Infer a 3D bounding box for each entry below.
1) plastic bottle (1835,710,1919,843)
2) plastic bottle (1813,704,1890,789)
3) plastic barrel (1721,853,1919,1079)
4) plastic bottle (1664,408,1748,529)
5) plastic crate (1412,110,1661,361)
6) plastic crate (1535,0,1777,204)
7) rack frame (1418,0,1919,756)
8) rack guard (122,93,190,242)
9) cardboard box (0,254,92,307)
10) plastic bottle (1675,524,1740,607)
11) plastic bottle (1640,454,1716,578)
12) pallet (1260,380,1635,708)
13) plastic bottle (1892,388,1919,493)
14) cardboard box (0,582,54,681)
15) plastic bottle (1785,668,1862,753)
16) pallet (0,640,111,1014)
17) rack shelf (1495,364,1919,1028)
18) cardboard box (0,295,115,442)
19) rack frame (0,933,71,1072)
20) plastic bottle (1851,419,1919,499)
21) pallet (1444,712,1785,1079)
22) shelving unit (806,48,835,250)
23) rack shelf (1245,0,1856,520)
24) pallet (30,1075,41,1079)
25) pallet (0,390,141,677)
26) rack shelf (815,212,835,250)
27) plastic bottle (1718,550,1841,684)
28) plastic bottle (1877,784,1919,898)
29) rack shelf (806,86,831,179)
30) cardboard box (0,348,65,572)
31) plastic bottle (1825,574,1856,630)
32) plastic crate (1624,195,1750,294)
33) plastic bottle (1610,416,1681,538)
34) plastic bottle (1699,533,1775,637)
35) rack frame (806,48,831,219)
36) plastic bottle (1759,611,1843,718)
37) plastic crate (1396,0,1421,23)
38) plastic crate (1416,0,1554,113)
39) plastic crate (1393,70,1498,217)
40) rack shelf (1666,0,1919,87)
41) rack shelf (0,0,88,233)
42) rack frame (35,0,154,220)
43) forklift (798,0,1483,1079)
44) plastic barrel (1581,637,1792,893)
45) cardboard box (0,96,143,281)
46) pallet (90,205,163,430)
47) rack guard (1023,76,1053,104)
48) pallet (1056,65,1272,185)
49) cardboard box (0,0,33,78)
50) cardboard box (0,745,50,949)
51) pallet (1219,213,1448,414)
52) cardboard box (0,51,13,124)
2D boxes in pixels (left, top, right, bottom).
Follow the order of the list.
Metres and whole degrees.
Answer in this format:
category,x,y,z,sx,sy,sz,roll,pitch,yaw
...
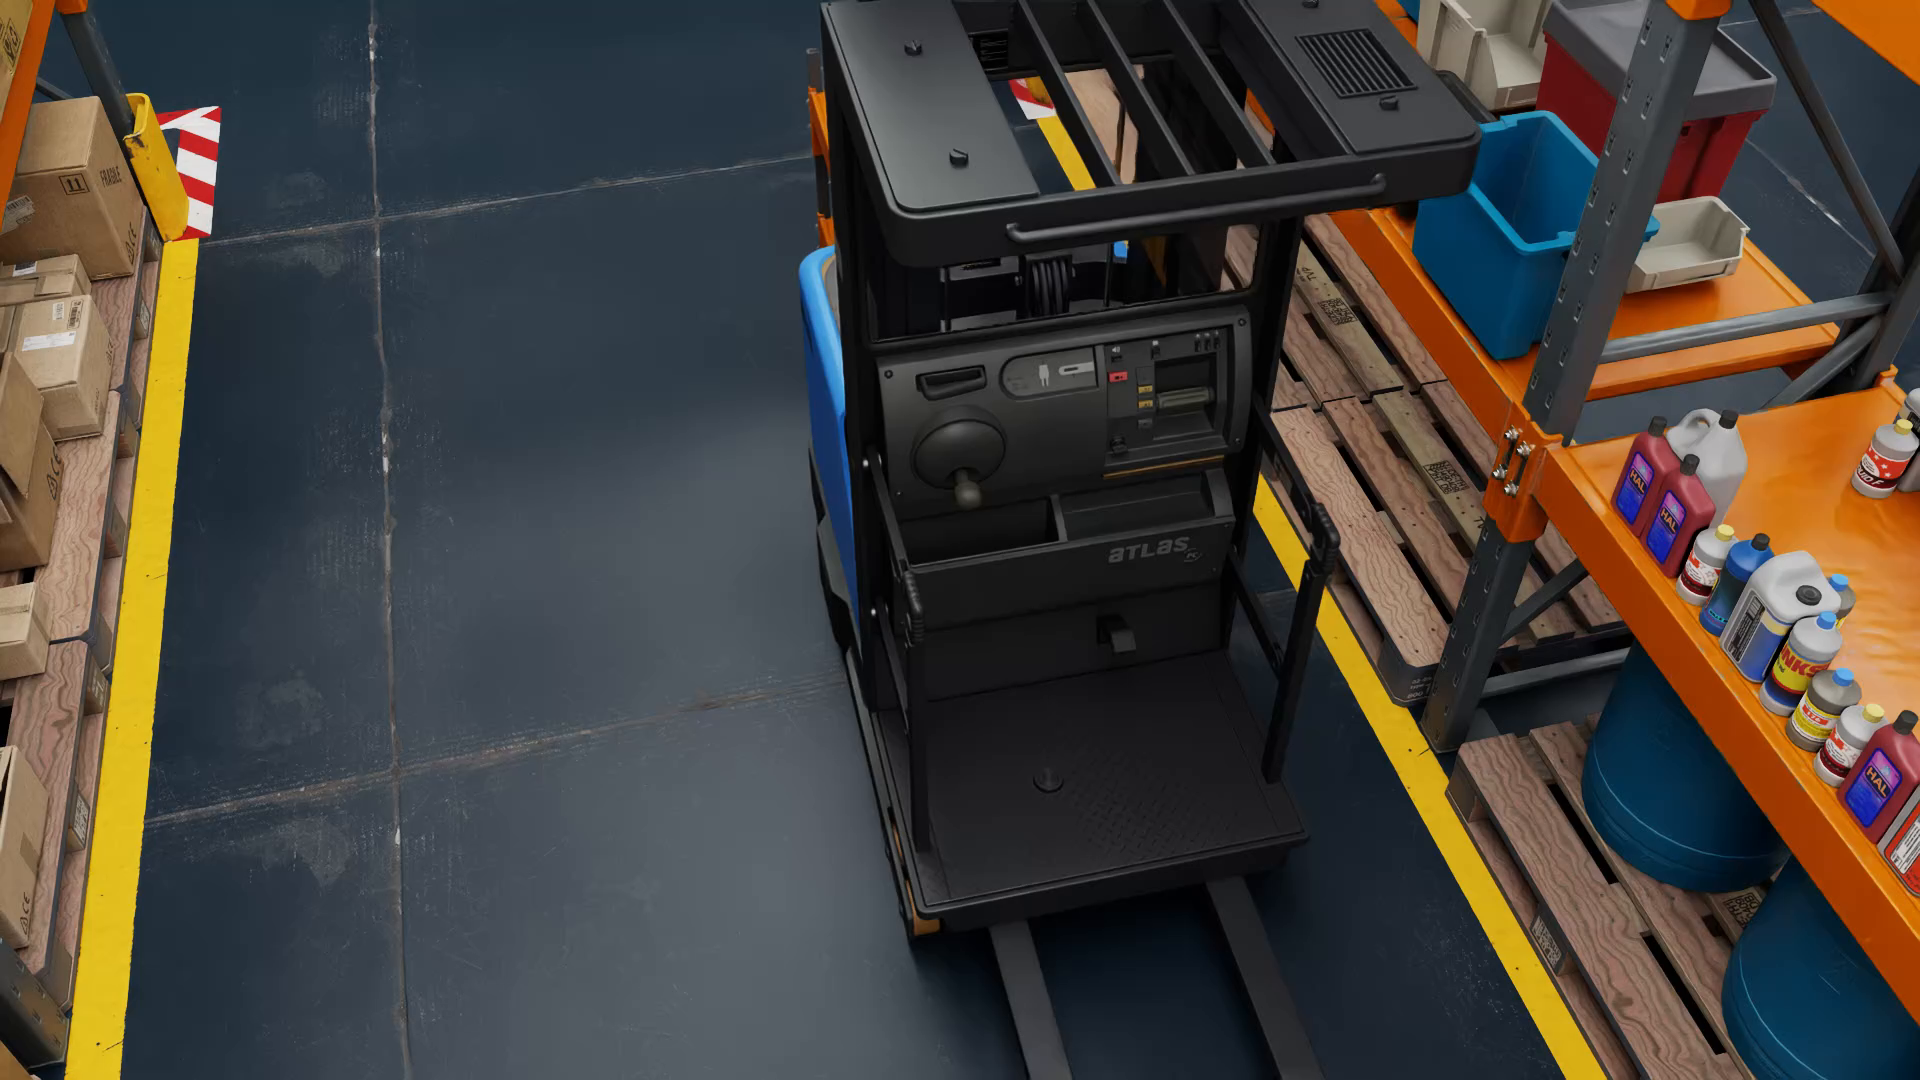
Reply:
category,x,y,z,sx,sy,sz,roll,pitch,yaw
plastic bottle,1.837,0.464,3.277,0.061,0.283,0.133,-11,47,-10
plastic bottle,1.825,0.410,3.387,0.097,0.201,0.097,0,46,0
plastic barrel,2.232,0.934,3.910,0.600,0.901,0.708,-11,47,-10
plastic bottle,1.715,-0.174,3.855,0.144,0.351,0.185,-11,47,-10
plastic crate,1.479,-0.797,4.400,0.392,0.384,0.575,-11,47,-10
plastic crate,1.942,-1.227,4.765,0.402,0.464,0.583,-11,47,-10
rack frame,1.928,-0.521,4.161,1.000,3.000,0.127,-11,47,-10
rack guard,-3.866,-1.452,6.823,1.175,0.500,0.348,-11,47,-10
cardboard box,-3.491,-0.916,6.223,0.380,0.166,0.250,-11,47,-10
plastic bottle,1.691,0.048,3.742,0.097,0.201,0.097,0,46,0
plastic bottle,1.644,-0.057,3.787,0.061,0.283,0.133,-11,47,-10
pallet,1.702,-0.046,5.647,1.003,0.211,1.213,-11,47,-10
plastic bottle,2.341,-0.265,3.996,0.152,0.276,0.135,-11,47,-10
cardboard box,-2.991,0.295,5.037,0.380,0.166,0.250,-11,47,-10
plastic bottle,1.800,0.342,3.453,0.097,0.201,0.097,0,46,0
pallet,-3.036,0.884,4.736,1.003,0.211,1.213,-11,47,-10
rack shelf,2.440,1.111,3.064,1.077,0.370,4.000,-11,47,-10
cardboard box,-3.294,-0.580,5.835,0.500,0.250,0.500,-11,47,-10
rack frame,-2.861,0.382,3.276,1.000,3.000,0.127,-11,47,-10
plastic bottle,2.225,-0.203,3.988,0.097,0.201,0.097,0,46,0
pallet,2.085,0.995,4.627,1.003,0.211,1.213,-11,47,-10
shelving unit,-0.182,-1.016,5.958,0.538,1.125,1.048,-9,46,-9
rack shelf,1.416,-1.650,5.771,1.077,0.370,4.000,-11,47,-10
pallet,-2.617,1.913,3.728,1.003,0.211,1.213,-11,47,-10
pallet,-3.352,0.040,5.563,1.003,0.211,1.213,-11,47,-10
rack shelf,-0.182,-0.845,6.133,0.538,0.278,1.000,-9,46,-9
plastic bottle,1.772,0.164,3.576,0.152,0.276,0.135,-11,47,-10
plastic bottle,1.915,0.551,3.197,0.152,0.276,0.135,-11,47,-10
rack shelf,-0.182,-1.221,5.749,0.538,0.278,1.000,-9,46,-9
cardboard box,-3.347,-0.194,5.280,0.797,0.503,0.637,-11,47,-10
plastic bottle,1.888,0.155,3.637,0.097,0.201,0.097,0,46,0
plastic crate,1.947,-0.797,4.574,0.396,0.136,0.243,-11,47,-10
plastic bottle,1.609,-0.149,3.878,0.061,0.283,0.133,-11,47,-10
plastic bottle,1.716,0.091,3.651,0.097,0.271,0.097,0,46,0
rack frame,-0.297,-1.370,6.305,0.500,1.125,0.032,-9,46,-9
plastic bottle,1.775,0.251,3.494,0.097,0.271,0.097,0,46,0
plastic crate,1.678,-1.874,5.562,0.416,0.233,0.300,-11,47,-10
plastic crate,1.715,-1.589,5.248,0.437,0.282,0.530,-11,47,-10
plastic crate,1.382,-1.170,4.947,0.437,0.125,0.590,-11,47,-10
rack shelf,2.440,0.062,1.993,1.077,0.370,4.000,-11,47,-10
rack shelf,-3.373,-0.747,4.886,1.077,0.370,4.000,-11,47,-10
rack frame,-3.885,-2.380,5.982,1.000,3.000,0.127,-11,47,-10
forklift,0.316,-0.225,3.919,1.130,2.935,3.031,-9,46,-9
plastic barrel,2.051,0.445,4.389,0.600,0.901,0.708,-11,47,-10
cardboard box,-3.508,-1.328,6.394,0.500,0.500,0.500,-11,47,-10
pallet,-3.661,-0.801,6.387,1.003,0.211,1.213,-11,47,-10
rack guard,0.885,-2.422,7.774,1.175,0.500,0.348,-11,47,-10
pallet,1.078,-1.730,7.298,1.003,0.211,1.213,-11,47,-10
cardboard box,-3.371,-1.798,5.342,0.500,0.500,0.500,-10,46,-10
cardboard box,-2.760,0.840,4.401,0.500,0.311,0.500,-11,47,-10
pallet,1.386,-0.890,6.474,1.003,0.211,1.213,-11,47,-10
cardboard box,-3.249,-1.452,5.003,0.500,0.500,0.500,-10,46,-10
